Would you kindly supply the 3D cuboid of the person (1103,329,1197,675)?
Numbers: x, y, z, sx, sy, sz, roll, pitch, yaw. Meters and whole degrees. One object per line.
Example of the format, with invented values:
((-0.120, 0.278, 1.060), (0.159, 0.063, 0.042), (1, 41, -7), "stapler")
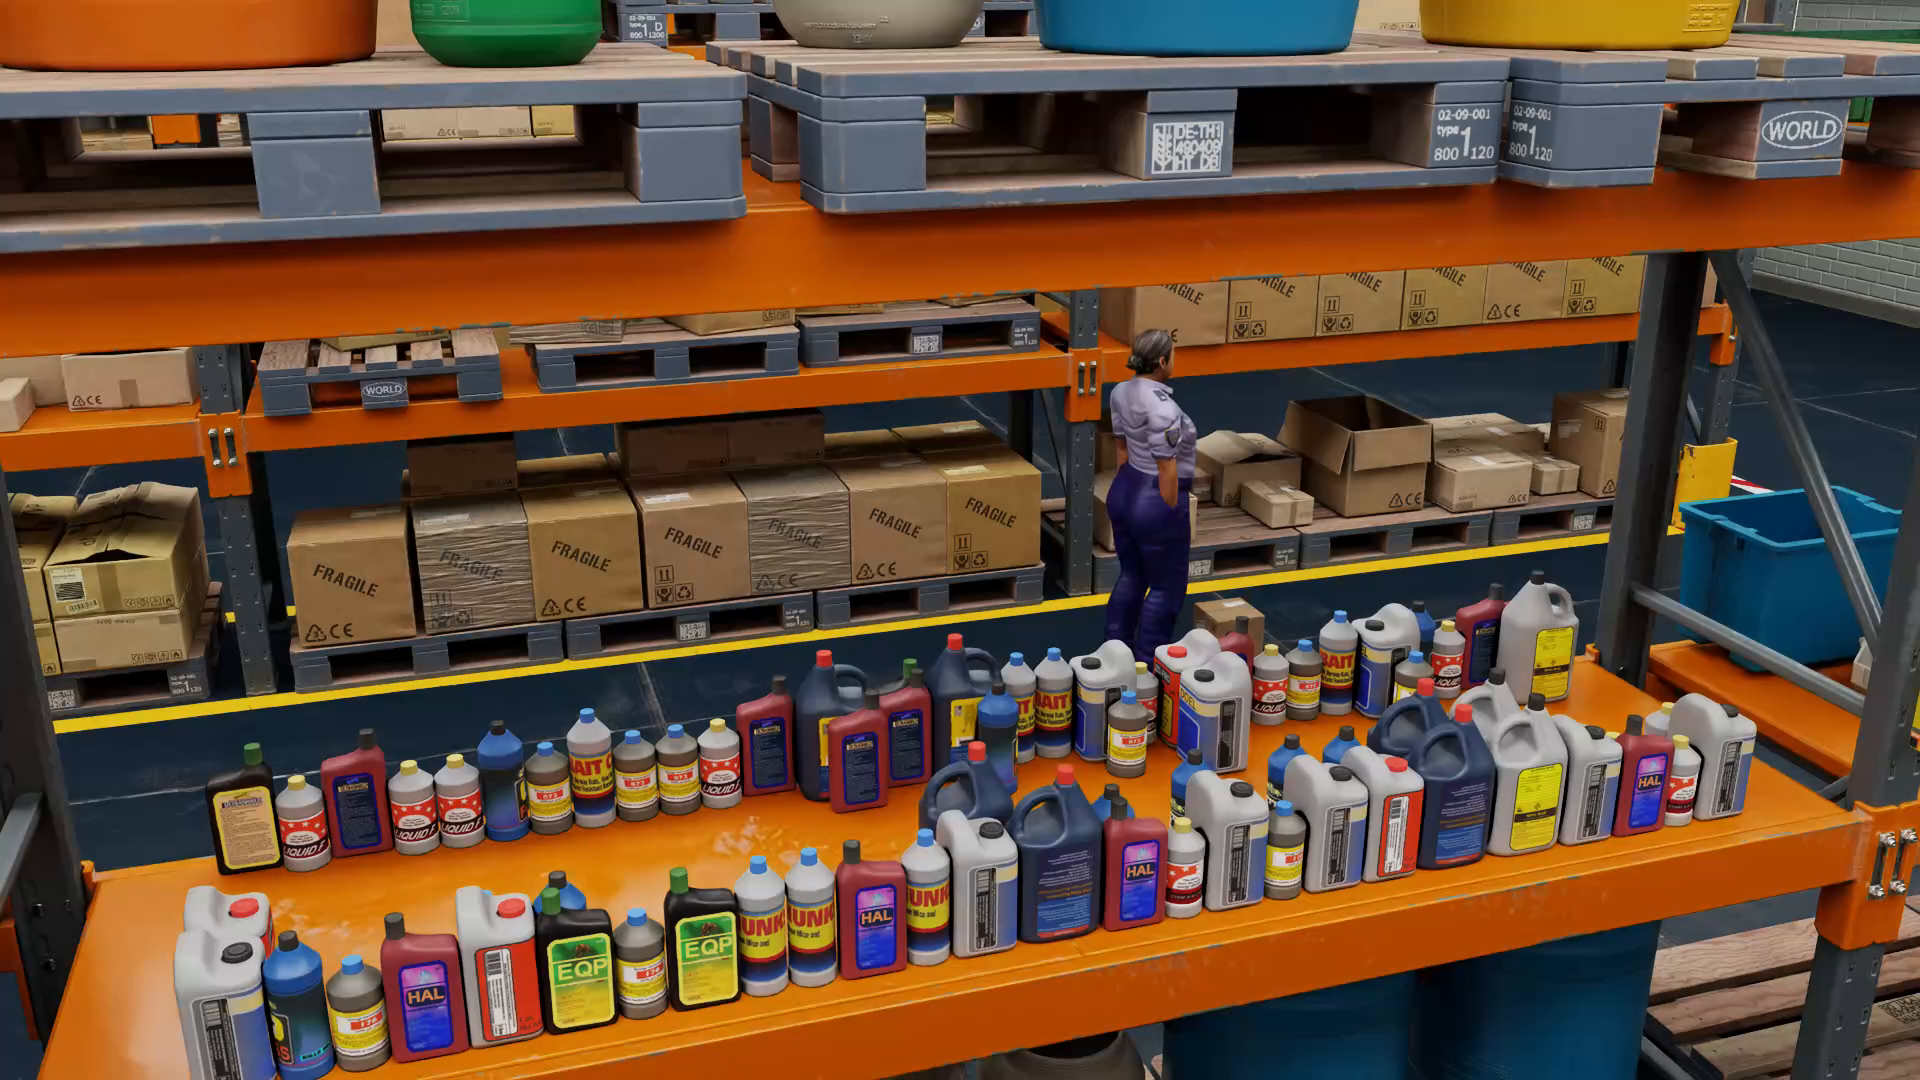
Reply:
((0.858, -0.144, 7.515), (0.342, 1.648, 0.468), (-9, 21, -23), "person")
